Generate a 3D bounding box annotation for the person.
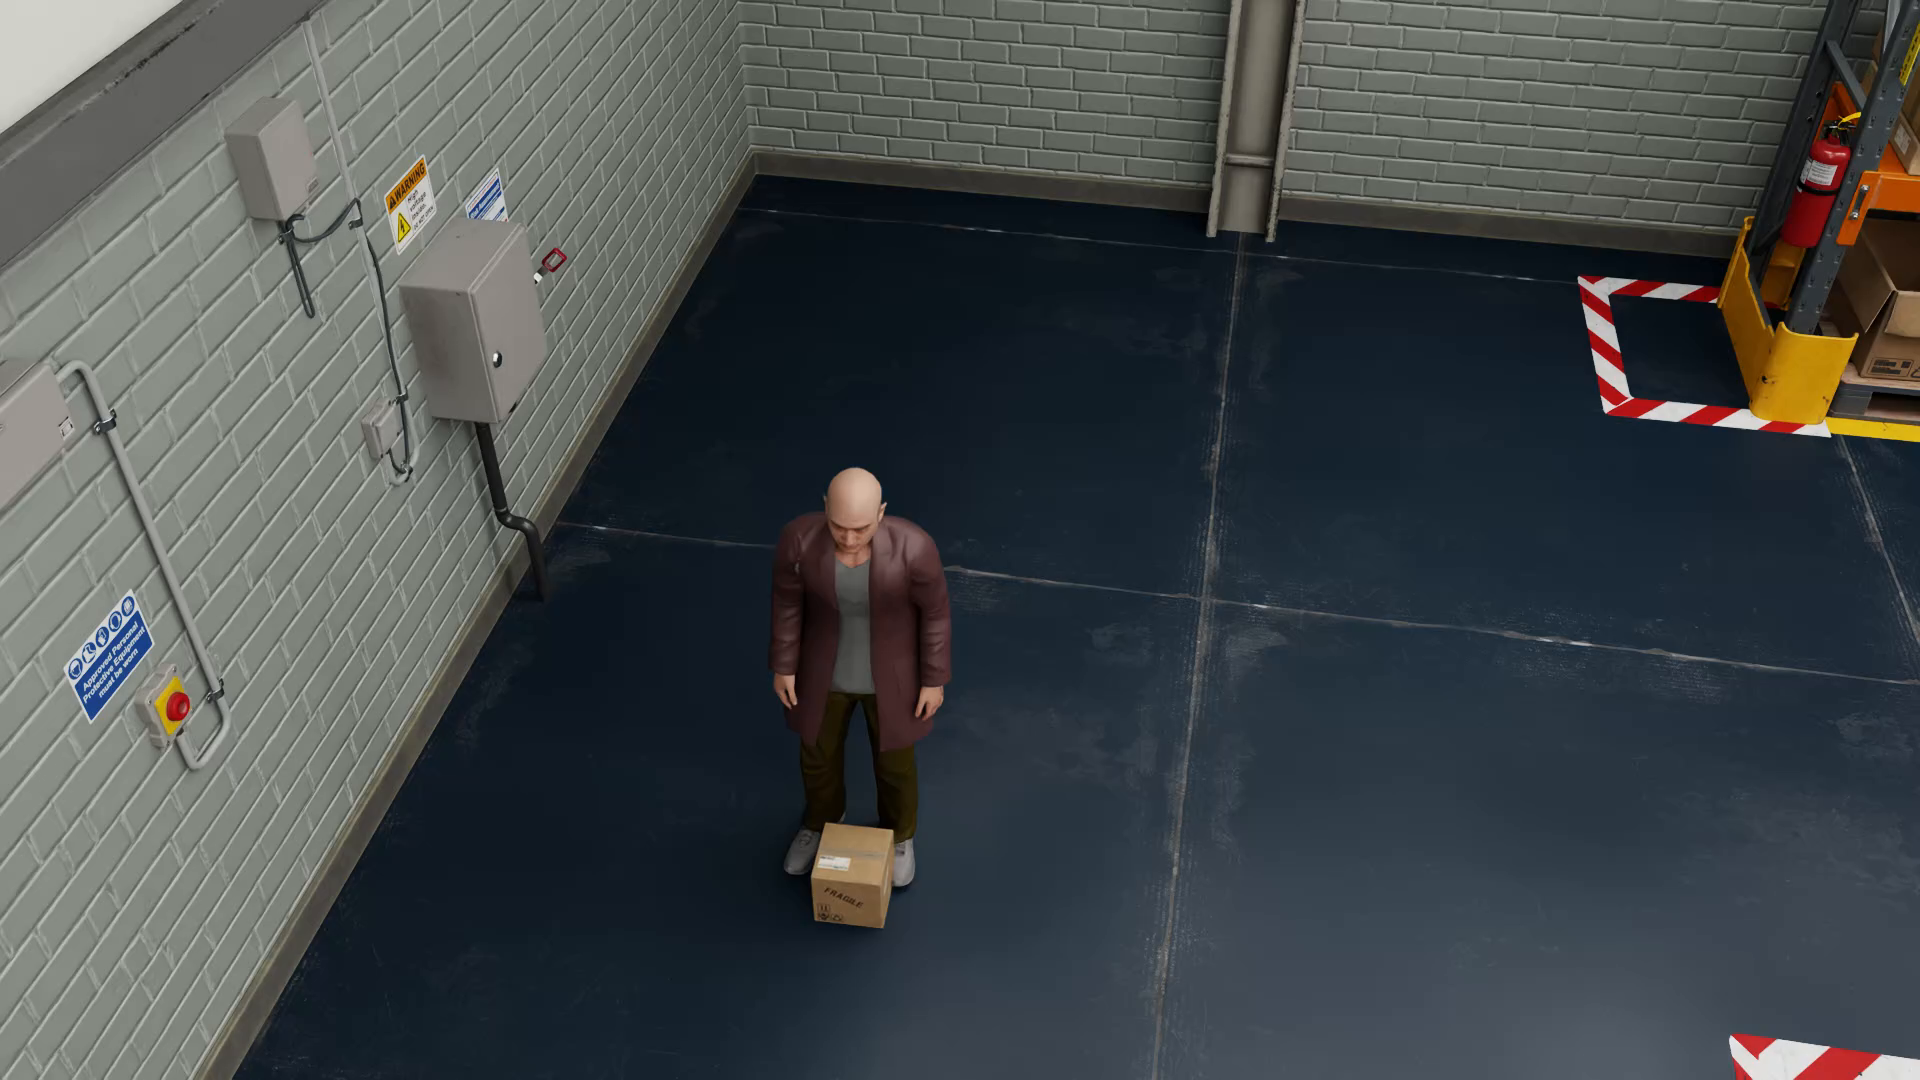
[{"bbox_3d":[-0.339,0.452,5.630,0.631,1.773,0.427,5,40,6],"label":"person"}]
